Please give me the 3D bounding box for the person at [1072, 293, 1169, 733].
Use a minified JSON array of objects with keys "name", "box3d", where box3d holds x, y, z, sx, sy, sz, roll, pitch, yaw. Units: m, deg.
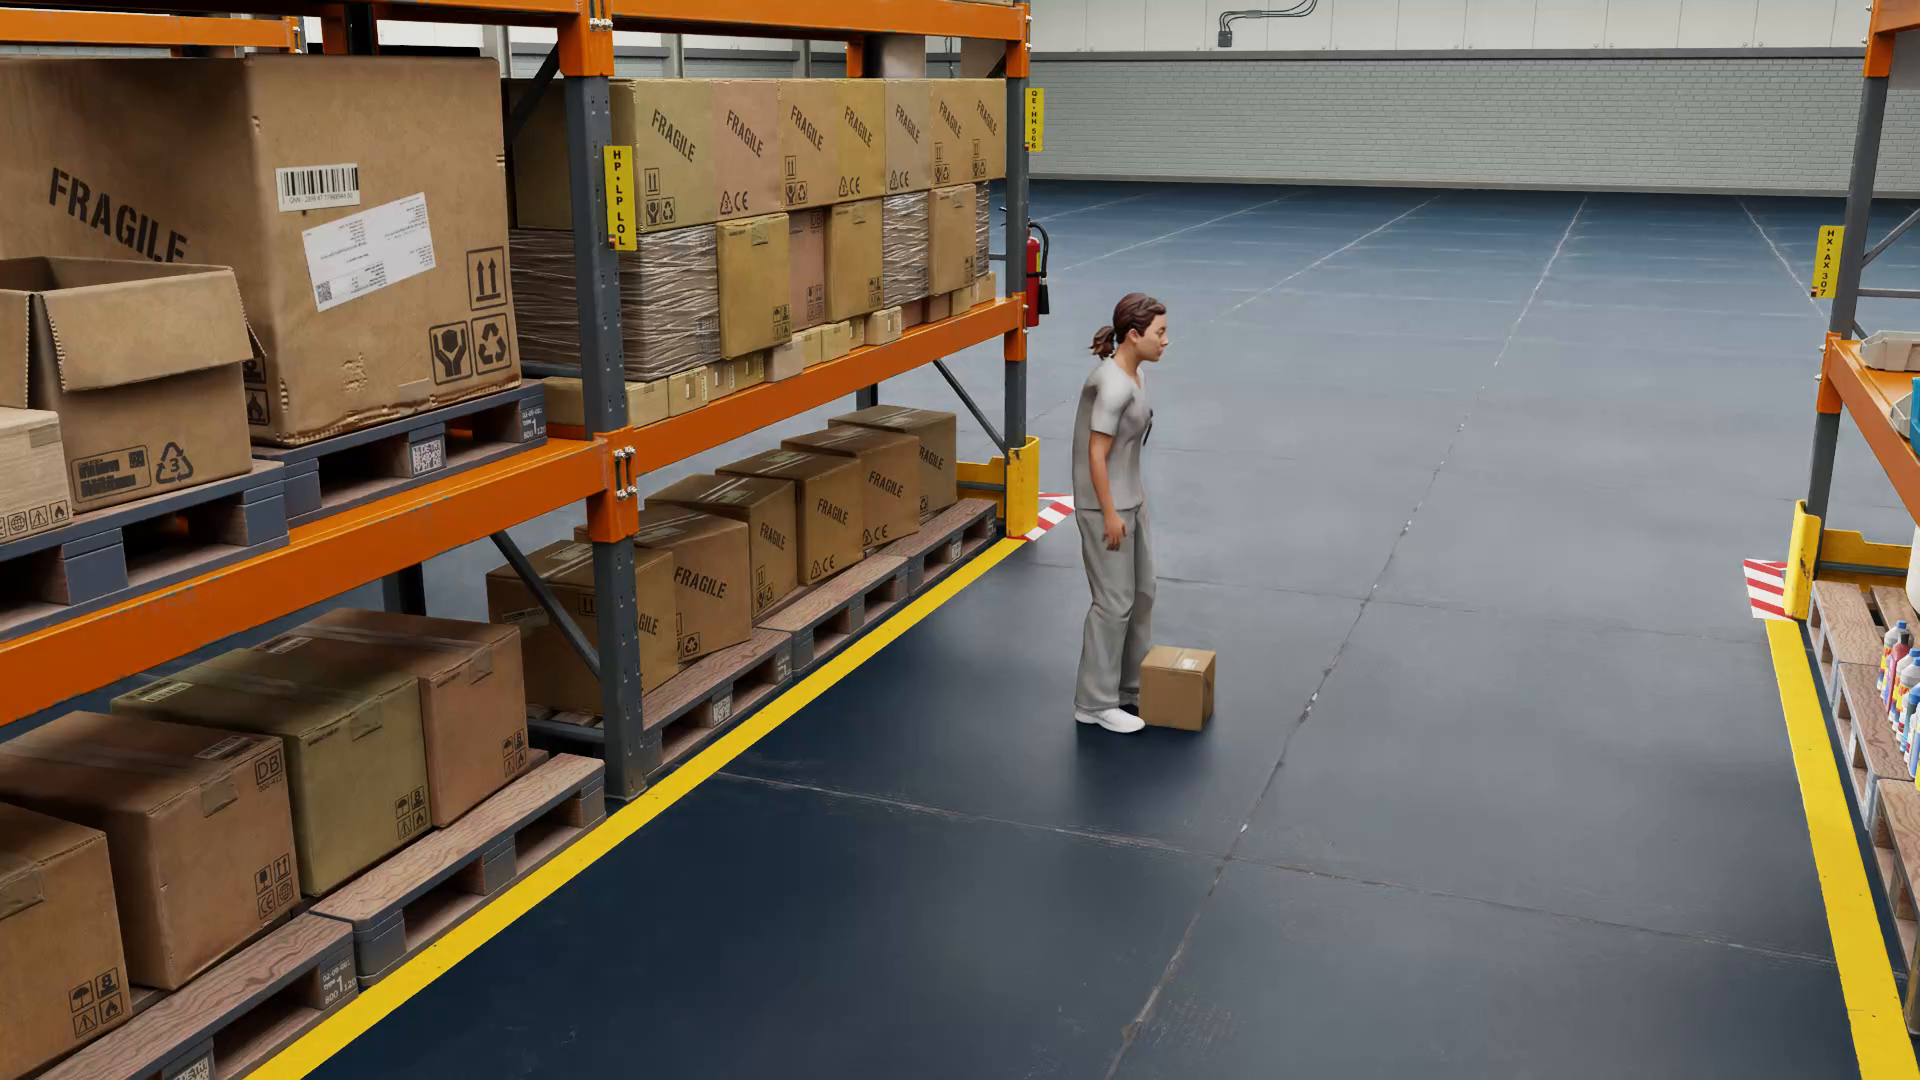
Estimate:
[{"name":"person","box3d":[0.646,-0.119,6.458,0.416,1.671,0.495,5,16,18]}]
